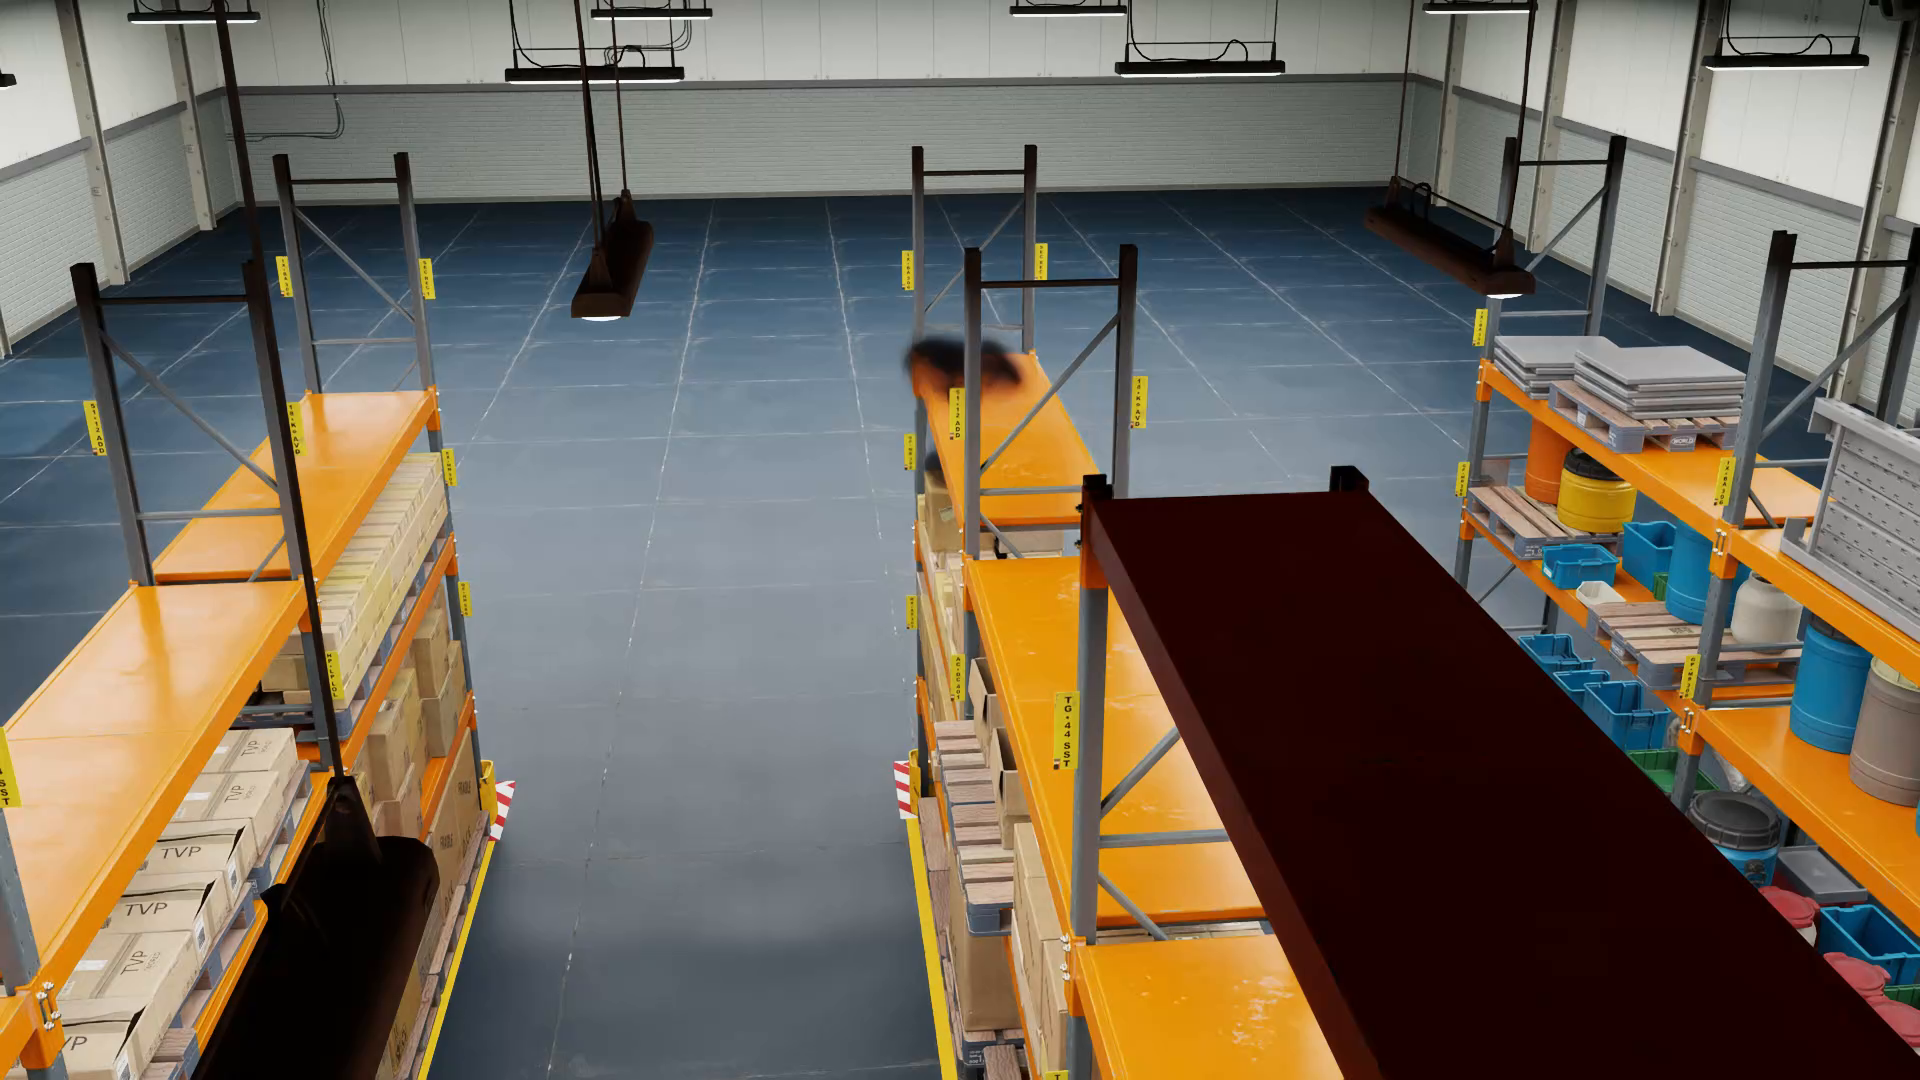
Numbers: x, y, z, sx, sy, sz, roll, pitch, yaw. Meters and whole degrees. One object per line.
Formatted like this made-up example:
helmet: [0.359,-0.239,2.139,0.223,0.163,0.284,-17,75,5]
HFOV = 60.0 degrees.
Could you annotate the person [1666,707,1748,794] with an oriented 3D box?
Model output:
person: [6.876,1.654,15.231,0.715,1.732,1.028,-10,24,-24]
